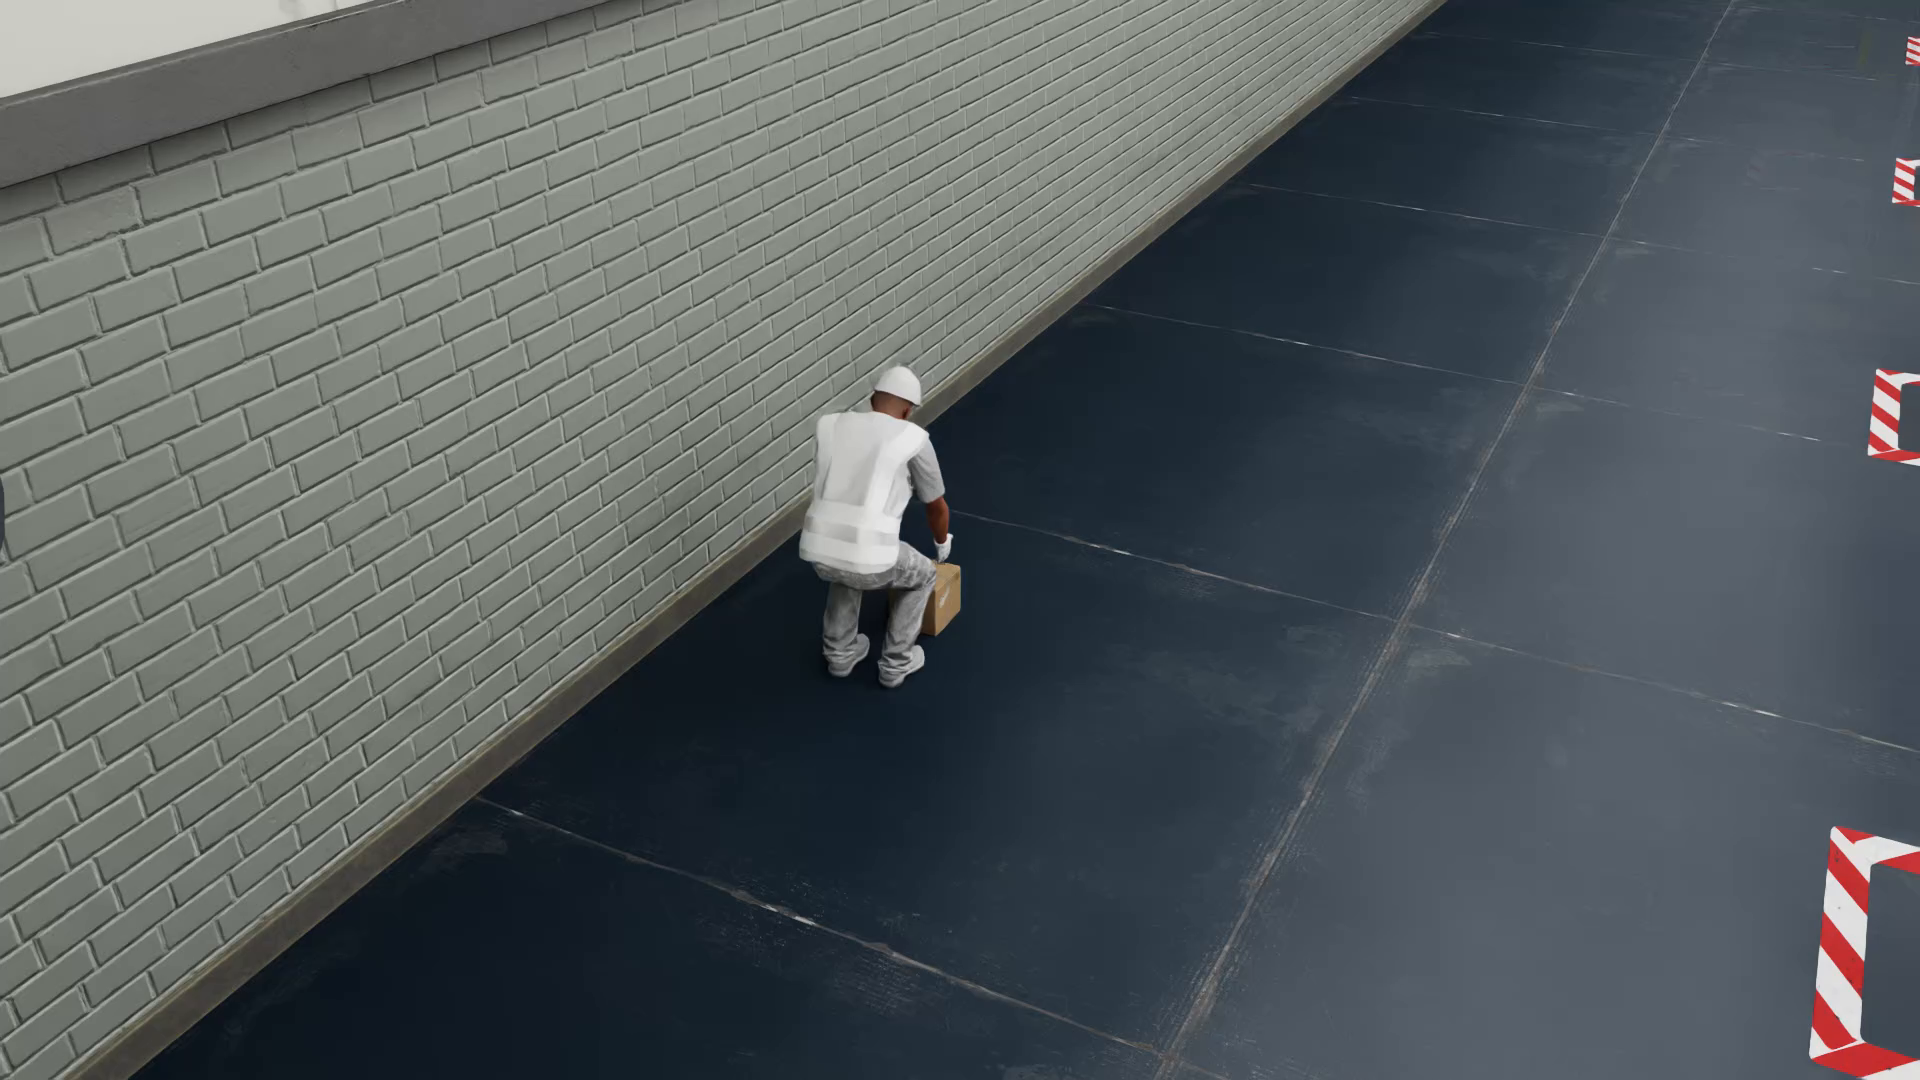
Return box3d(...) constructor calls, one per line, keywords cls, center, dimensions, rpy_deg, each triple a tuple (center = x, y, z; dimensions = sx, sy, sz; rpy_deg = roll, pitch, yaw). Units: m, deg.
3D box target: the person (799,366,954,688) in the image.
box3d(cls="person", center=(-0.397, -0.034, 7.209), dimensions=(0.611, 1.319, 0.816), rpy_deg=(14, 33, 23))
